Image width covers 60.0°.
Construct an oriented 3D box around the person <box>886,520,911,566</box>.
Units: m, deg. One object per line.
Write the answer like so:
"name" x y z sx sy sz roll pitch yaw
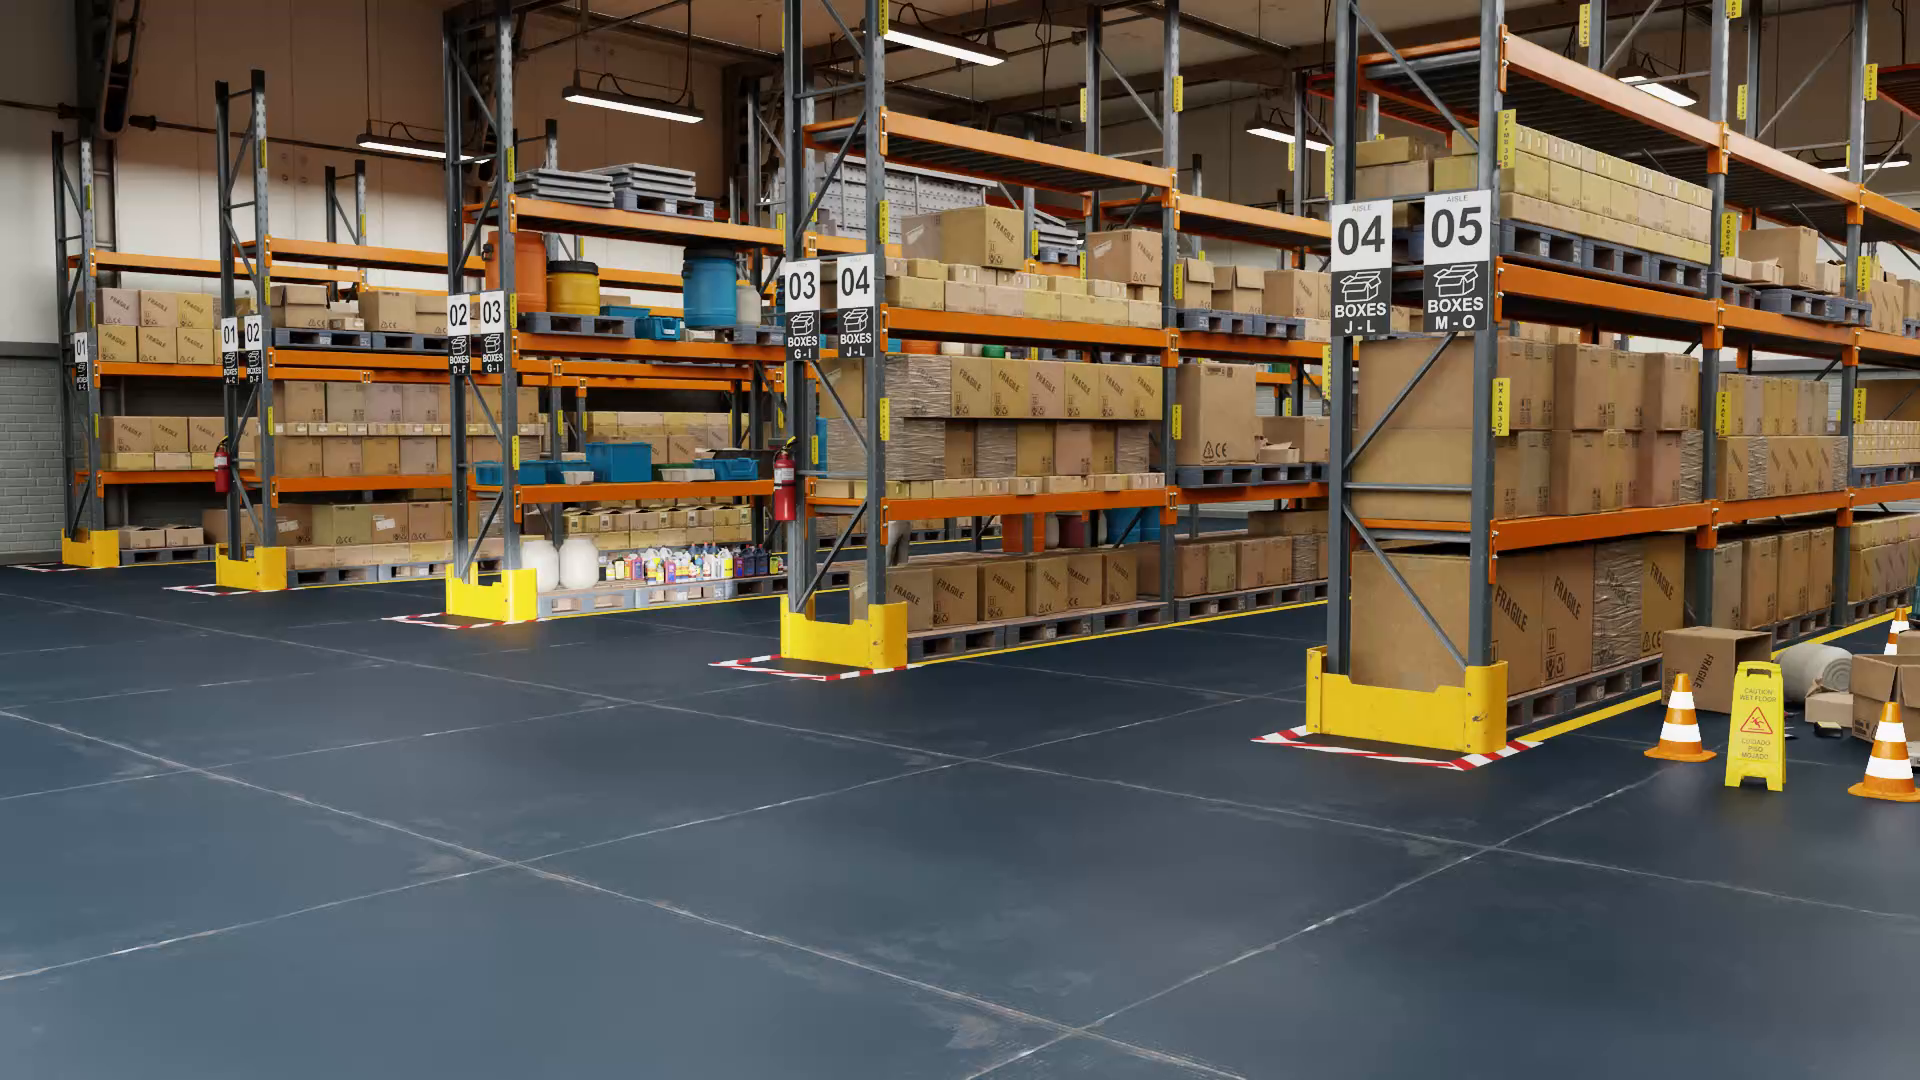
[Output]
"person" -0.690 -0.059 16.388 0.405 1.672 0.499 3 5 40
